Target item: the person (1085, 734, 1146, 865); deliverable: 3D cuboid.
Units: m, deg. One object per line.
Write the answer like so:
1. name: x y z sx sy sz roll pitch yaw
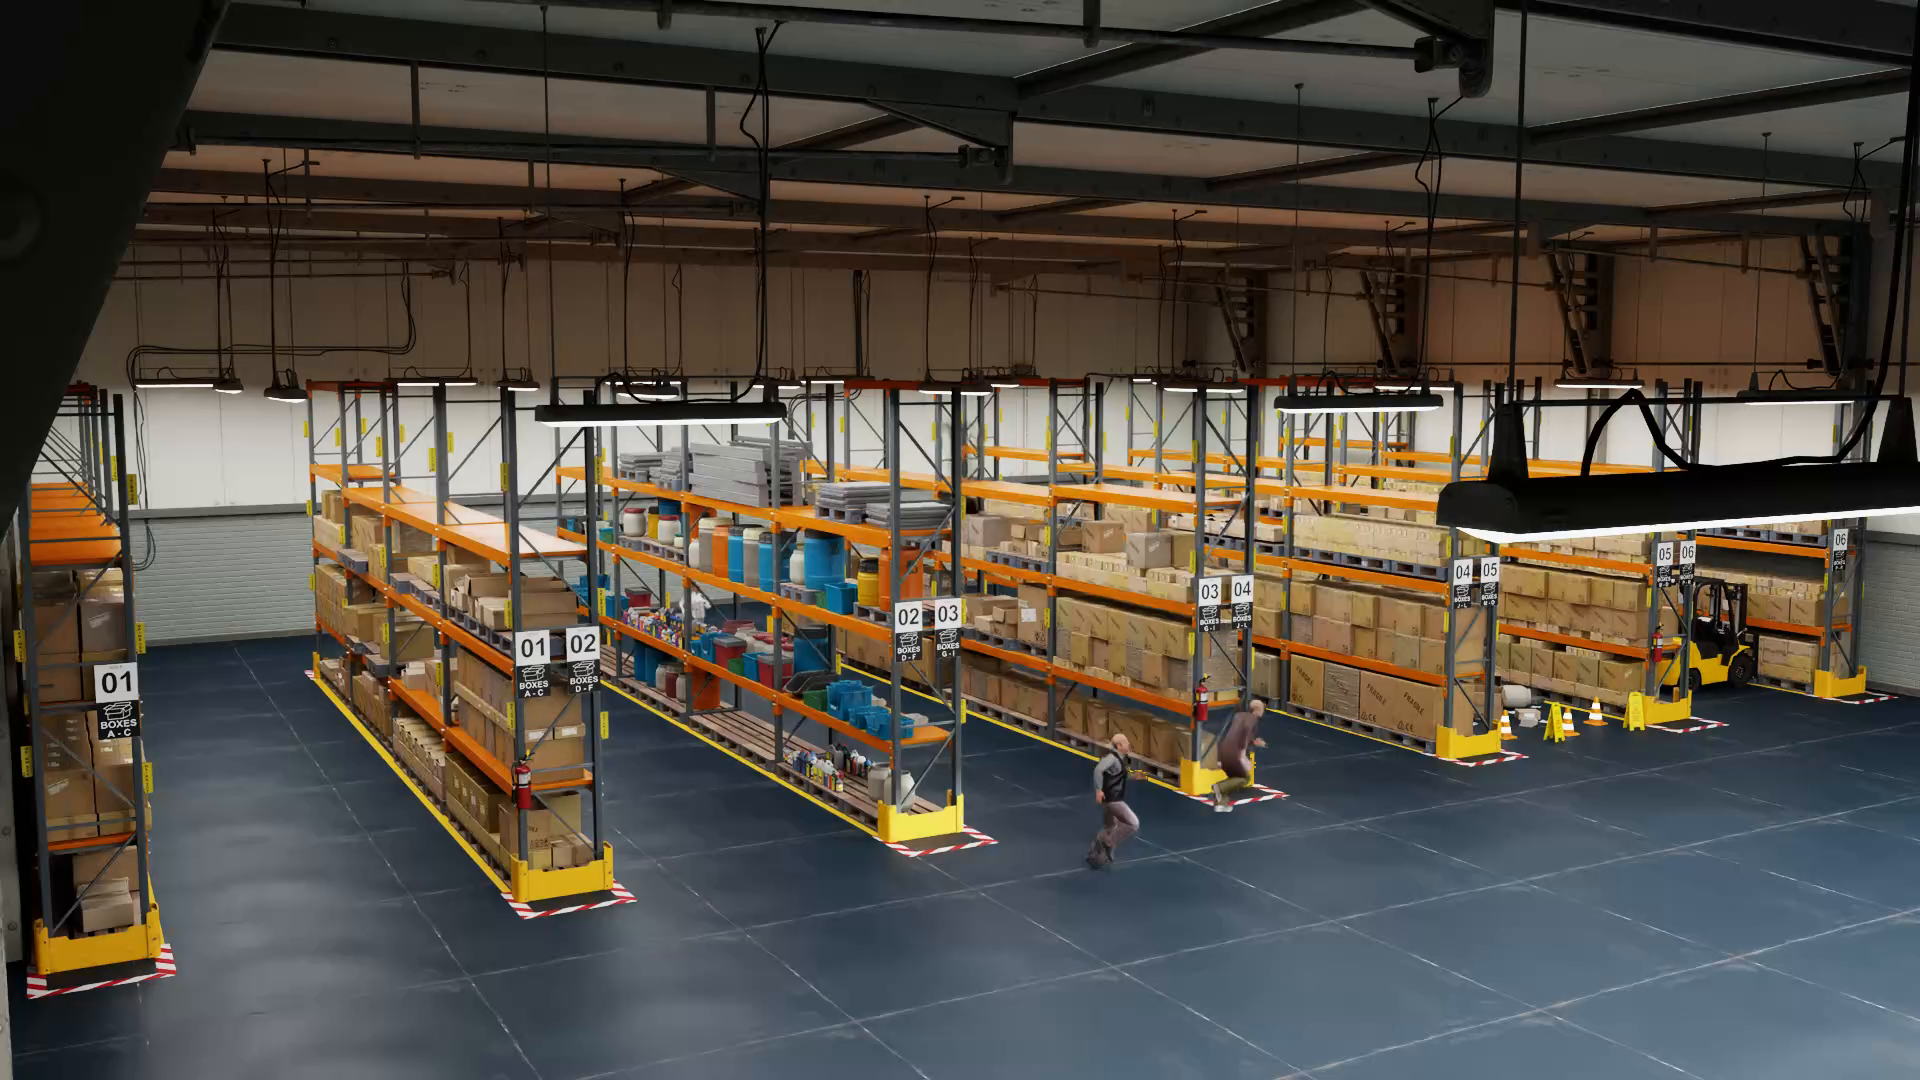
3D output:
1. person: 1.951 3.265 20.865 0.753 1.671 0.691 1 6 8

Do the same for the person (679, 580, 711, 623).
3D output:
1. person: -5.636 1.710 35.531 0.586 1.748 0.777 -5 8 -41

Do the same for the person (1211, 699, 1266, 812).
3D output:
1. person: 3.982 3.057 23.443 0.826 1.597 0.735 -2 6 -16
